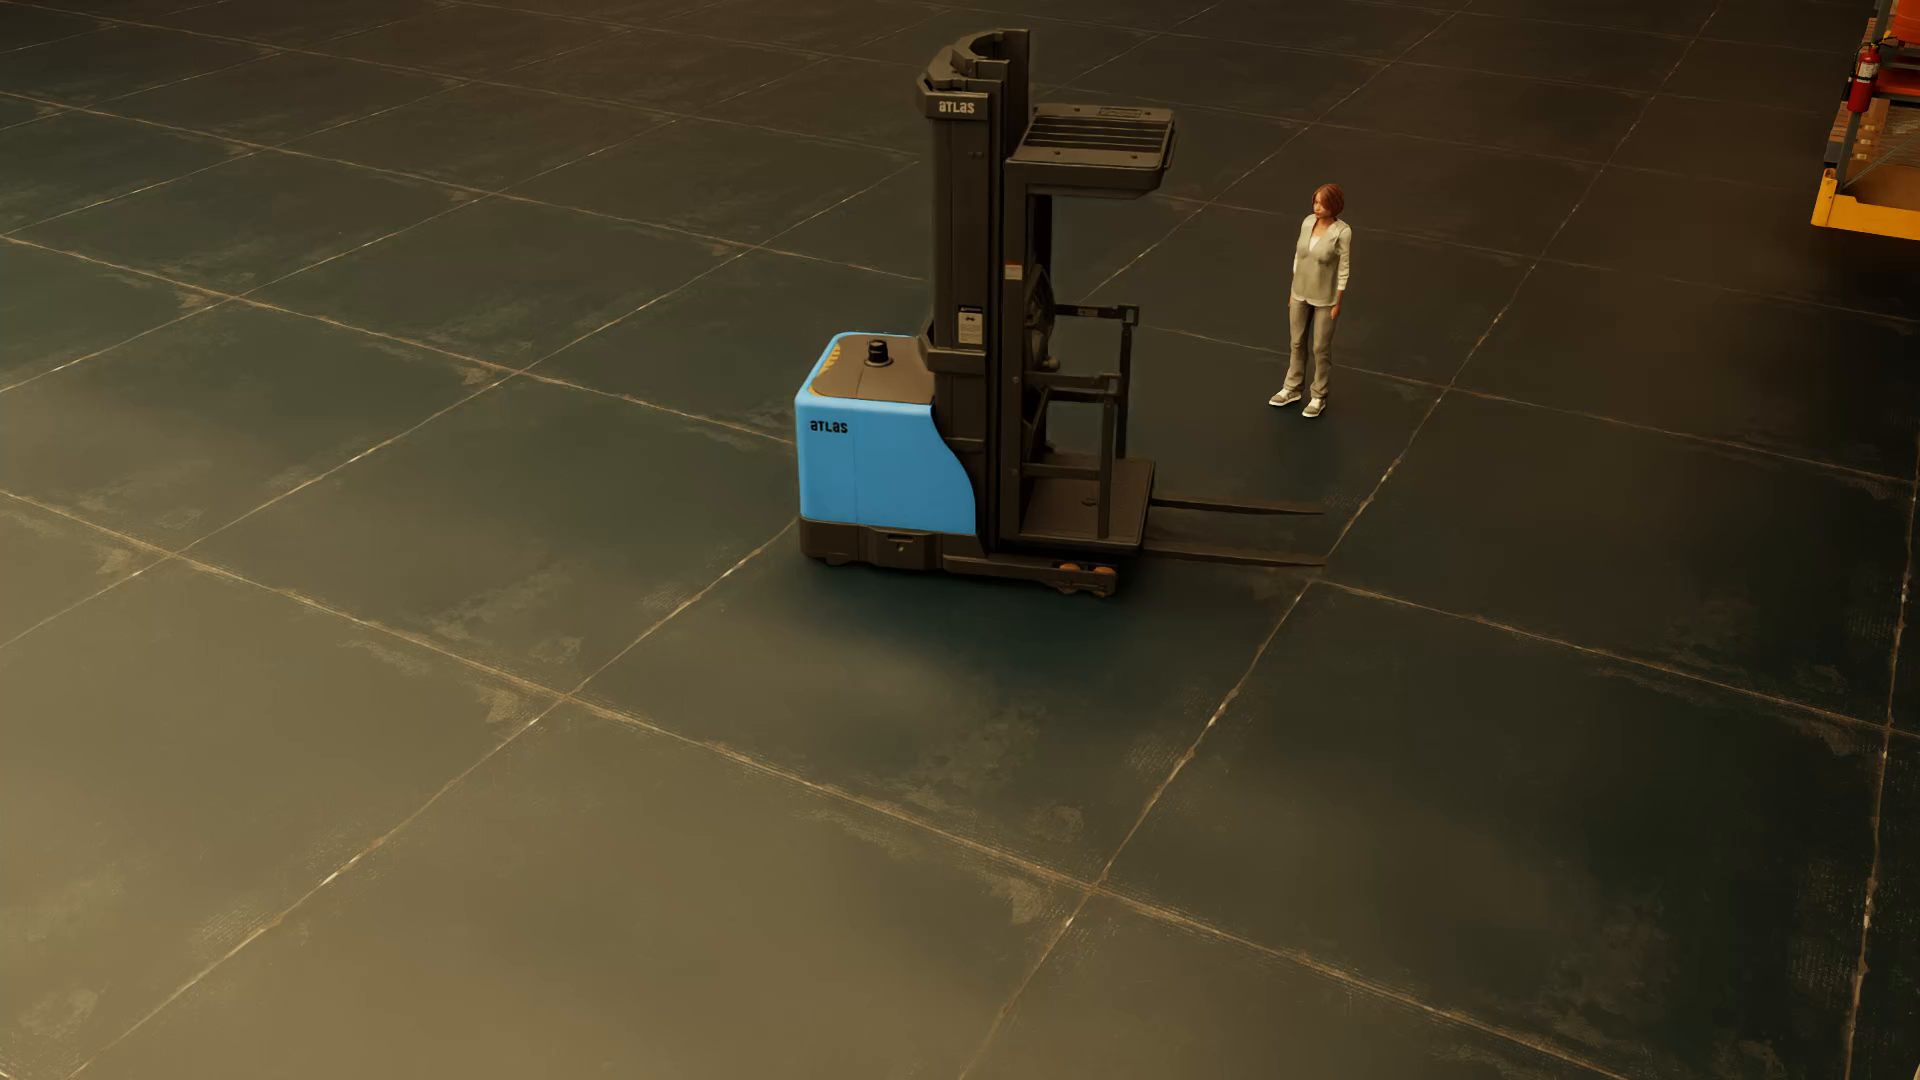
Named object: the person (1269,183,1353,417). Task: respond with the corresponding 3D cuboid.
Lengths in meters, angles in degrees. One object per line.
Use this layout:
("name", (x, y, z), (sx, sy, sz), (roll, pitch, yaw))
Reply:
("person", (2.397, -1.621, 11.212), (0.405, 1.603, 0.313), (25, 38, 36))

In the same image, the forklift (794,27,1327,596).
("forklift", (0.626, -1.239, 9.217), (3.031, 2.935, 1.130), (5, 30, 9))
